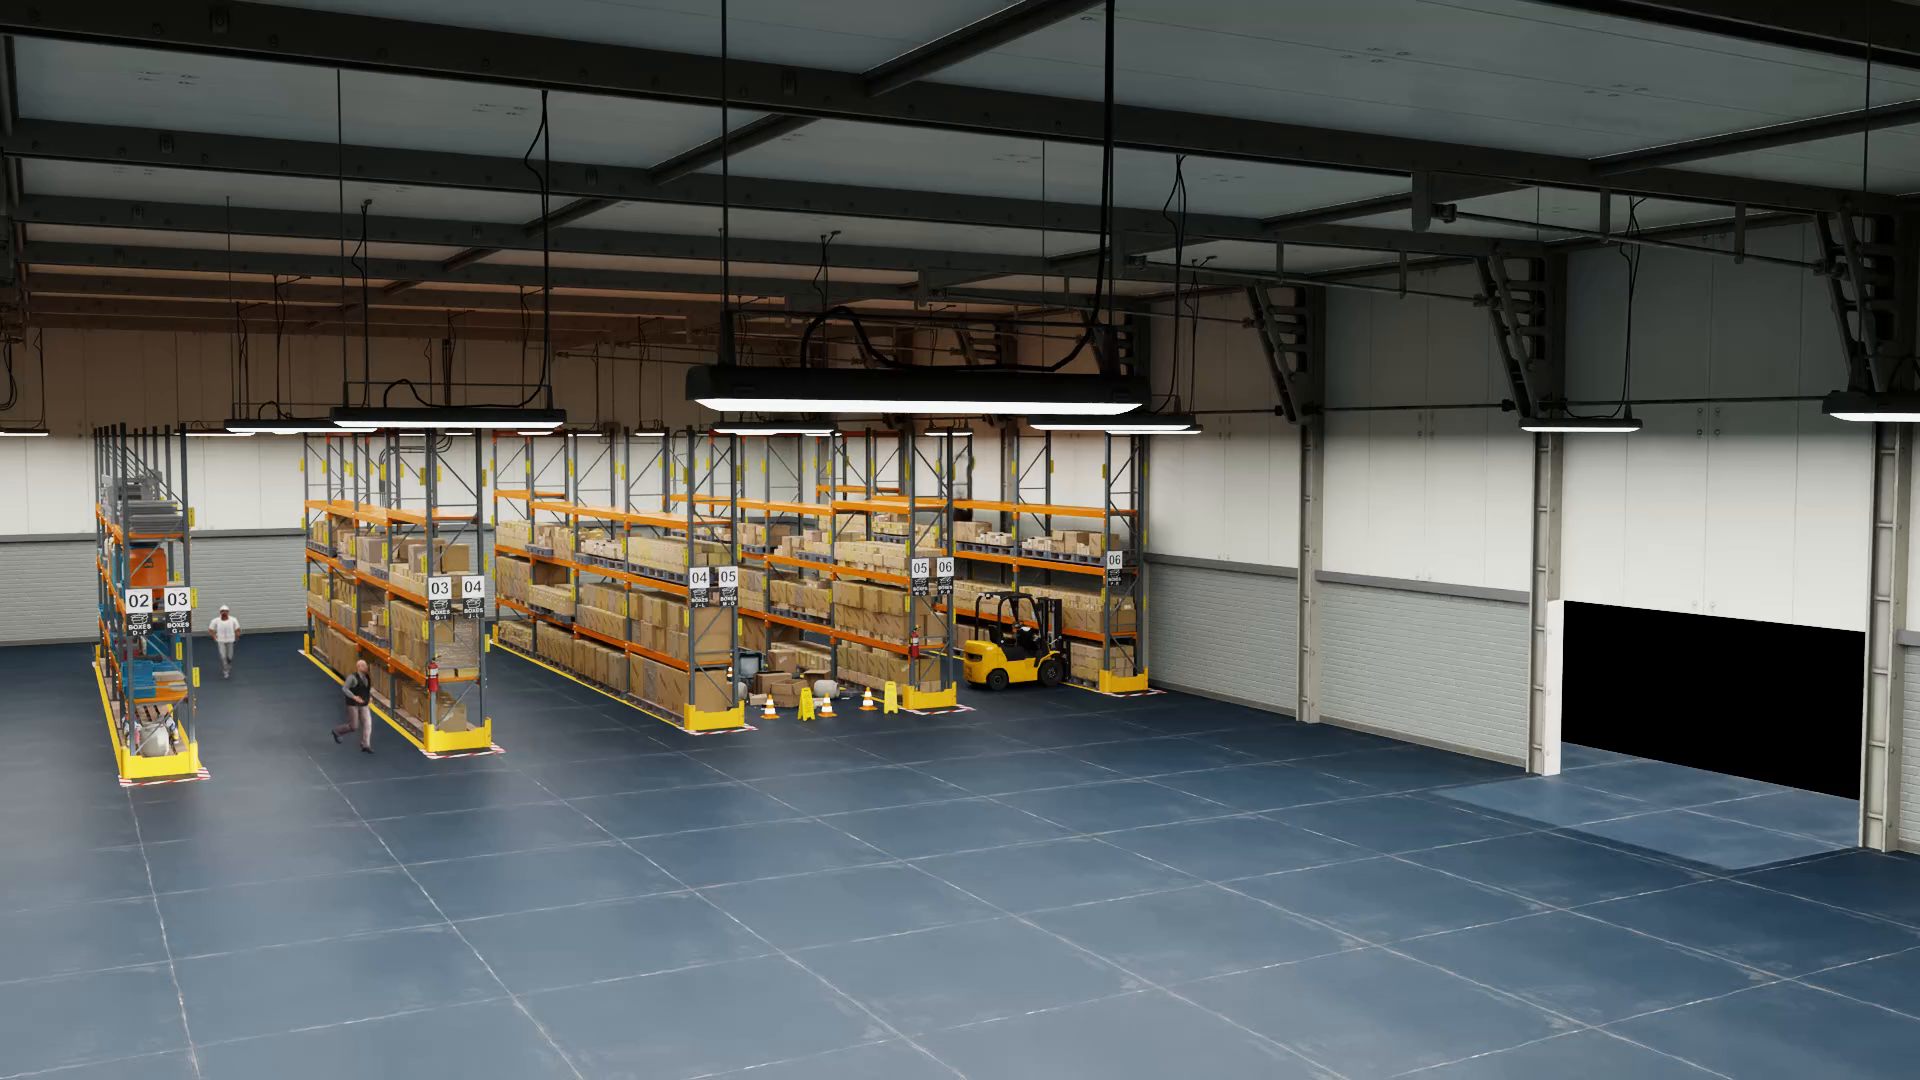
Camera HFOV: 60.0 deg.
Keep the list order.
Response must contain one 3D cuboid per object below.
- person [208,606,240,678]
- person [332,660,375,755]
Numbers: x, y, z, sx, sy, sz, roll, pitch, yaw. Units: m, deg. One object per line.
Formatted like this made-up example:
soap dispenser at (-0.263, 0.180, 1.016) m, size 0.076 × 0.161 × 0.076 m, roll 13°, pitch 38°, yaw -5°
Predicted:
person at (-17.722, 2.442, 40.092) m, size 0.696 × 1.732 × 0.680 m, roll -2°, pitch 4°, yaw -28°
person at (-11.031, 3.044, 30.427) m, size 0.982 × 1.707 × 0.671 m, roll 2°, pitch 4°, yaw 30°
